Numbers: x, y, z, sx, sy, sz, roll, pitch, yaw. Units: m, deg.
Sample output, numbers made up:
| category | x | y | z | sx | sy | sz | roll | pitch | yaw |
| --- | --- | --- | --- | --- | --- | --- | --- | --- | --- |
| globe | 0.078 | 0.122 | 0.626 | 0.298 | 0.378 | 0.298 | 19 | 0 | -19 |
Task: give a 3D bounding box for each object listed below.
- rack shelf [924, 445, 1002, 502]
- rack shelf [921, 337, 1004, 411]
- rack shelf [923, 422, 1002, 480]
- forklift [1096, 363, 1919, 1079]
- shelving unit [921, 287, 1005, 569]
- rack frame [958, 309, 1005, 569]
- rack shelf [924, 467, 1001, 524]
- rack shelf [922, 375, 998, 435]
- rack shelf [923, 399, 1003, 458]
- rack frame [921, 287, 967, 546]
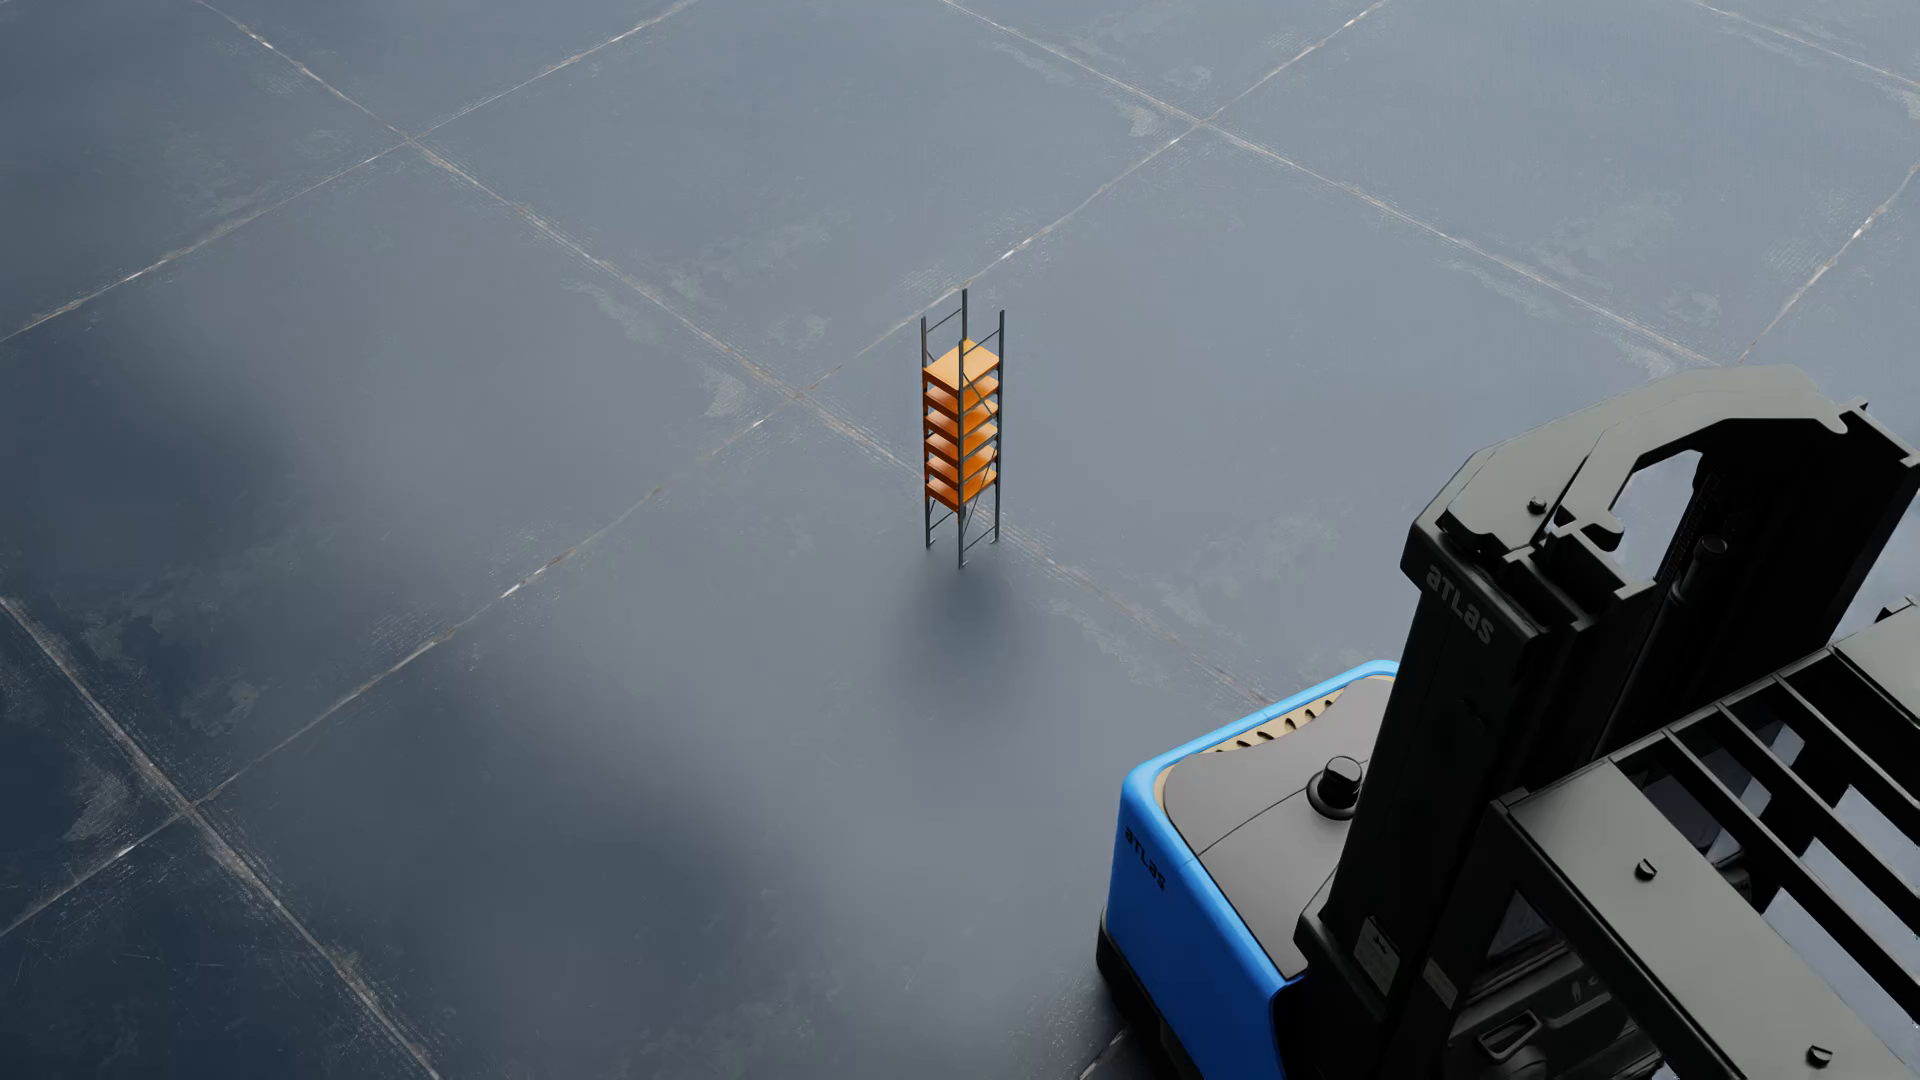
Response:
| category | x | y | z | sx | sy | sz | roll | pitch | yaw |
| --- | --- | --- | --- | --- | --- | --- | --- | --- | --- |
| rack shelf | 0.011 | -0.291 | 6.534 | 0.180 | 0.103 | 0.258 | 34 | 55 | 28 |
| rack shelf | 0.011 | -0.620 | 6.184 | 0.180 | 0.103 | 0.258 | 34 | 55 | 28 |
| rack shelf | 0.011 | -0.373 | 6.447 | 0.180 | 0.103 | 0.258 | 34 | 55 | 28 |
| forklift | 1.578 | 1.190 | 3.731 | 1.130 | 2.935 | 3.031 | -21 | 50 | -19 |
| shelving unit | 0.011 | -0.404 | 6.414 | 0.189 | 1.200 | 0.258 | 34 | 55 | 28 |
| rack frame | 0.078 | -0.358 | 6.372 | 0.006 | 1.200 | 0.240 | 34 | 55 | 28 |
| rack shelf | 0.011 | -0.209 | 6.622 | 0.180 | 0.103 | 0.258 | 34 | 55 | 28 |
| rack shelf | 0.011 | -0.537 | 6.272 | 0.180 | 0.103 | 0.258 | 34 | 55 | 28 |
| rack shelf | 0.011 | -0.455 | 6.359 | 0.180 | 0.103 | 0.258 | 34 | 55 | 28 |
| rack frame | -0.057 | -0.449 | 6.457 | 0.006 | 1.200 | 0.240 | 34 | 55 | 28 |
